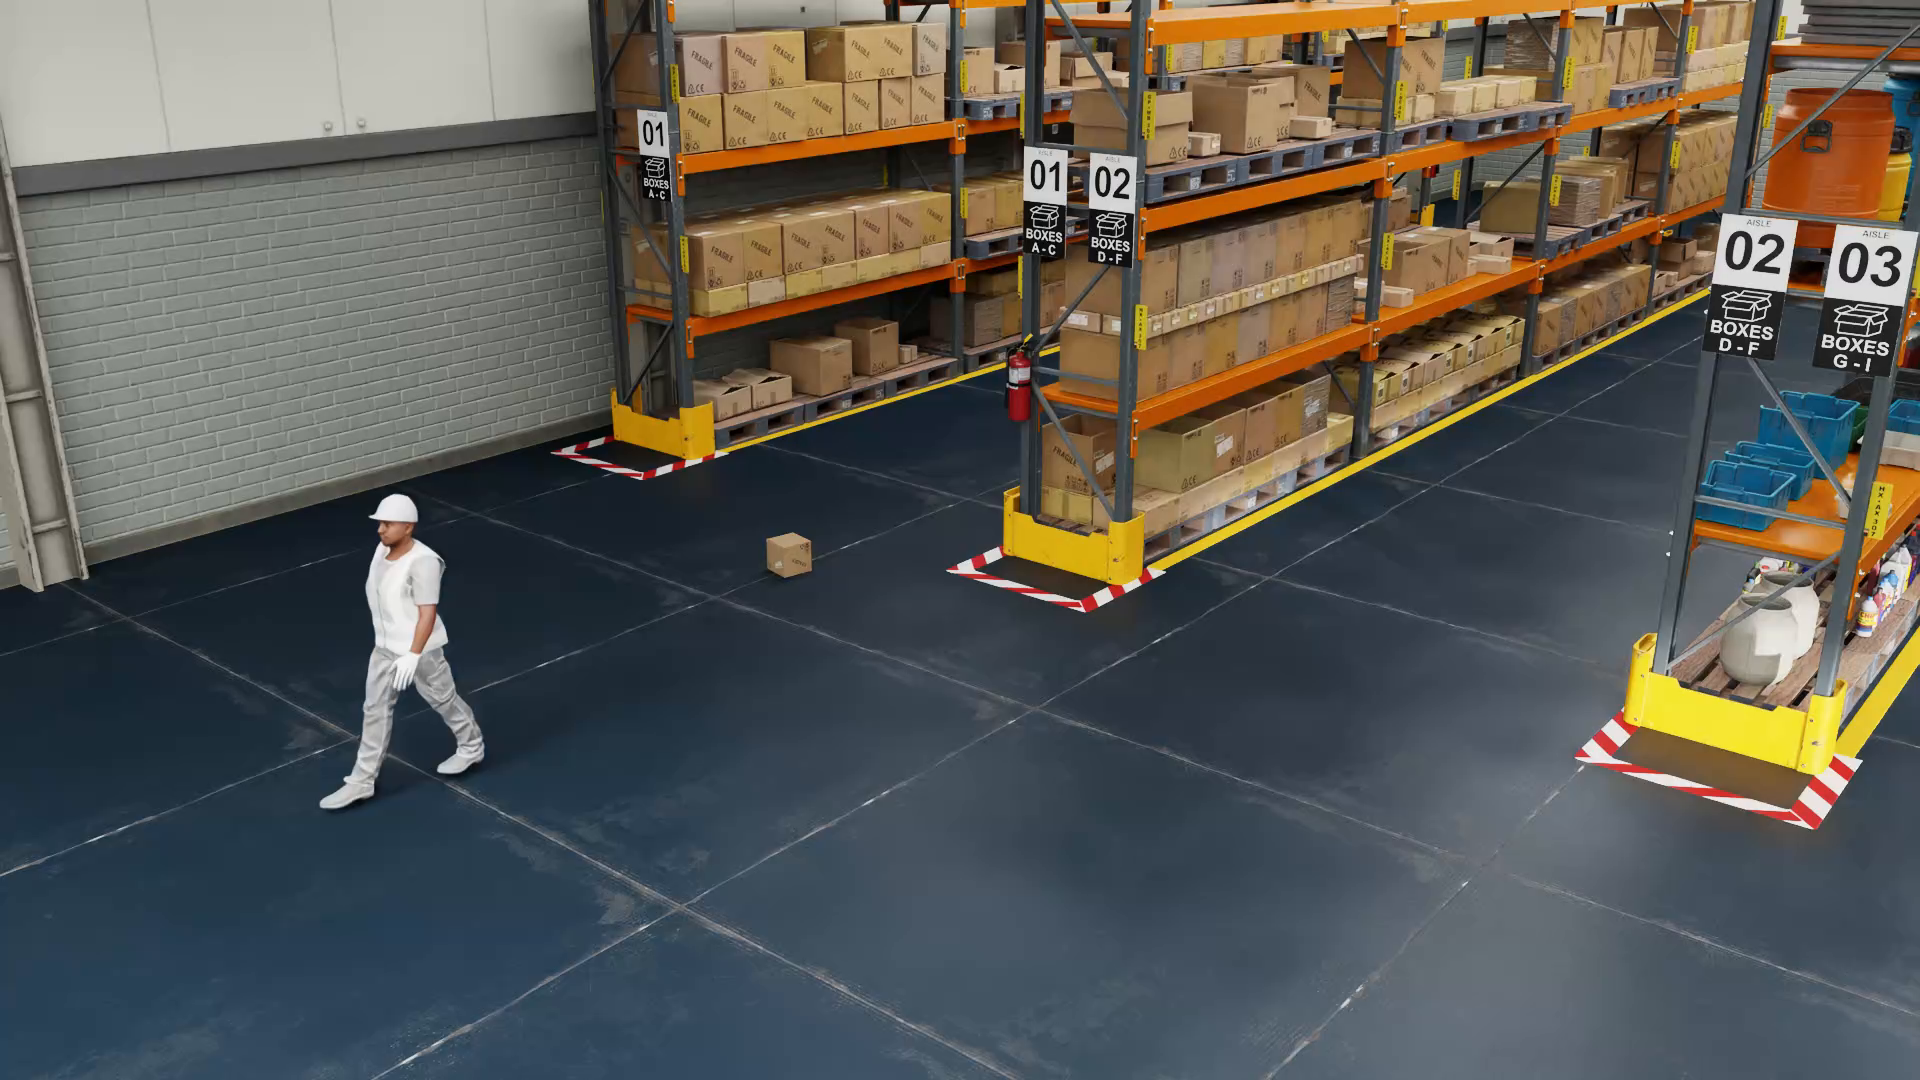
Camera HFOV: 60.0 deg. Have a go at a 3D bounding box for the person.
[{"bbox_3d":[-3.176,0.609,9.320,0.599,1.736,0.956,15,25,35],"label":"person"}]
